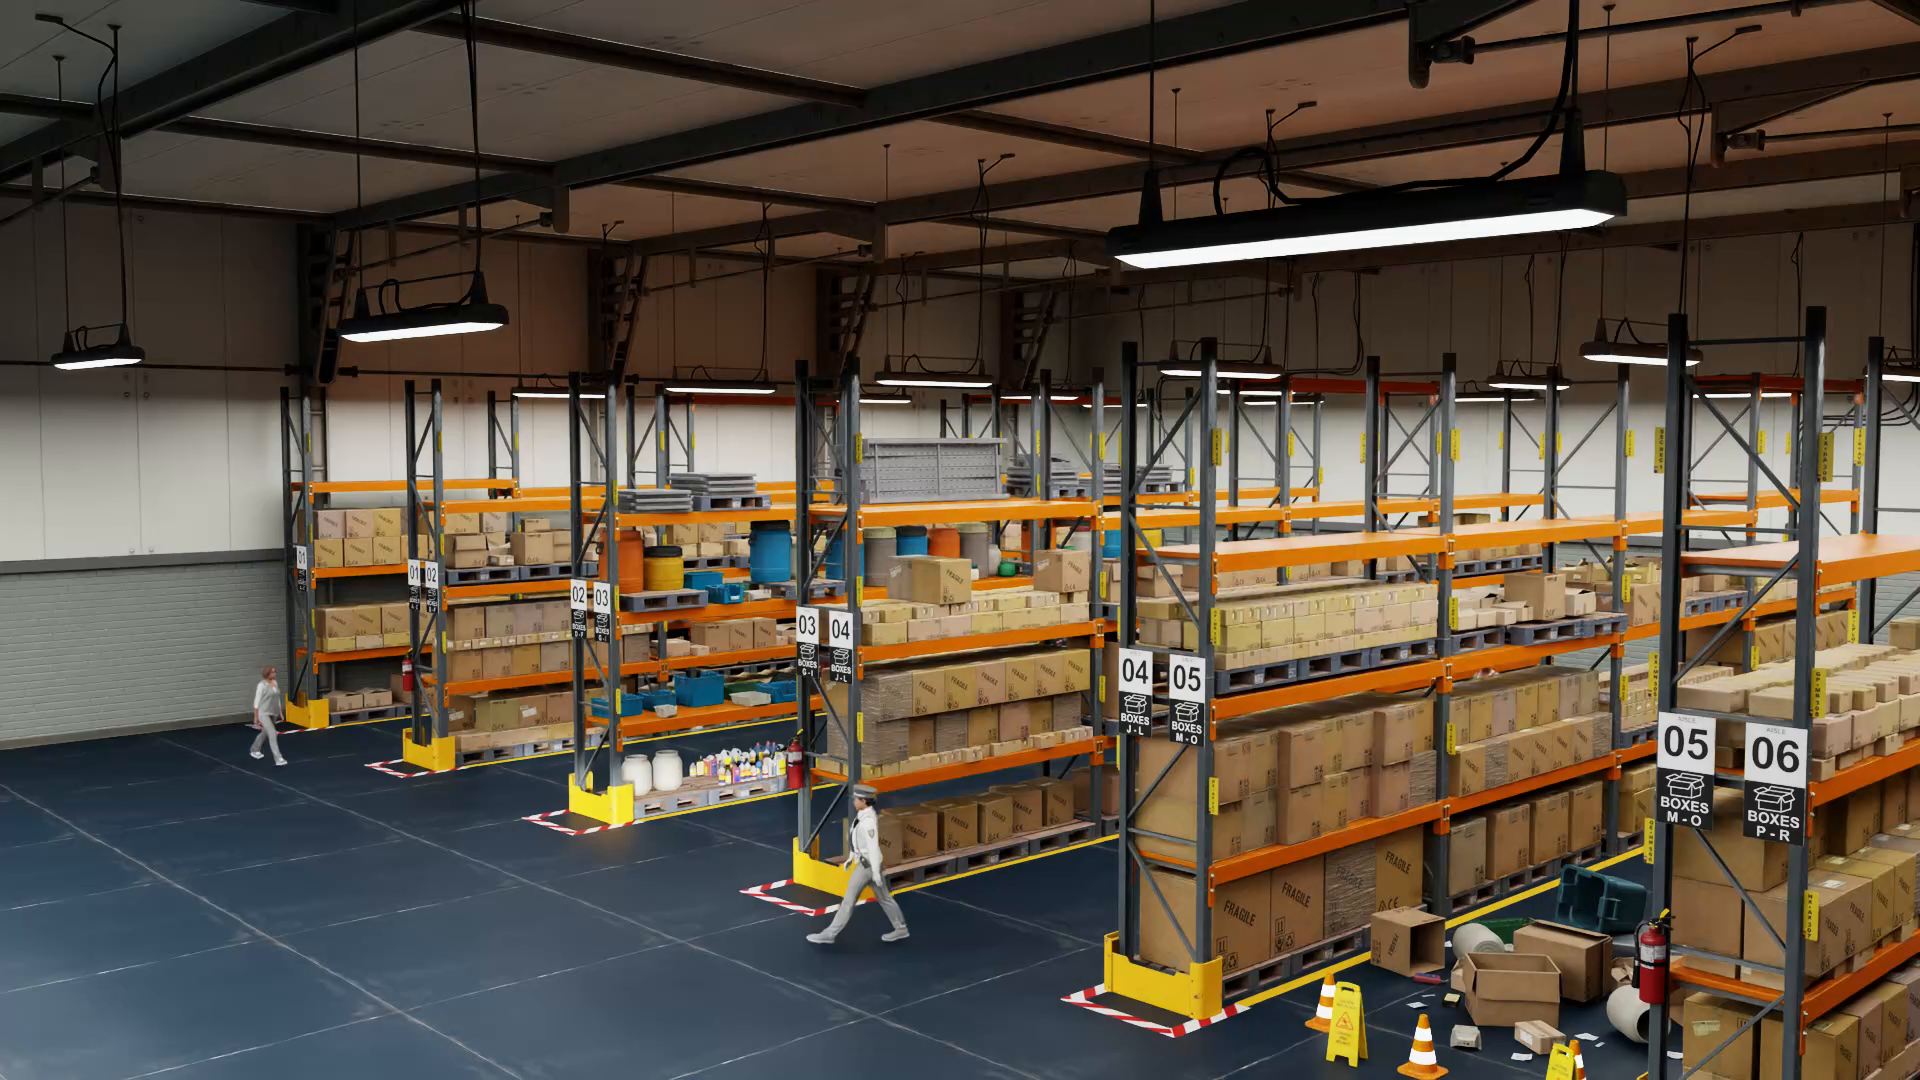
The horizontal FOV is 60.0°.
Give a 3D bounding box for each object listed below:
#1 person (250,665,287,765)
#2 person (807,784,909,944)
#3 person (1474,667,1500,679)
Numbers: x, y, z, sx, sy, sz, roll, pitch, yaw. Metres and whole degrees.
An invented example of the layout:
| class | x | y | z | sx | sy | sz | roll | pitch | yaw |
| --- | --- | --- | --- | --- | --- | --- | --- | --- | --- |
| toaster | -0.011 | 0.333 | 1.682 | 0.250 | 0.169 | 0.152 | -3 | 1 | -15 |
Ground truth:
| class | x | y | z | sx | sy | sz | roll | pitch | yaw |
| --- | --- | --- | --- | --- | --- | --- | --- | --- | --- |
| person | -10.811 | 2.770 | 25.970 | 0.991 | 1.436 | 0.432 | 2 | 4 | 29 |
| person | -1.025 | 3.263 | 16.789 | 1.019 | 1.613 | 0.519 | 0 | 4 | 1 |
| person | 8.094 | 2.653 | 25.632 | 0.535 | 1.842 | 0.597 | -3 | 4 | -35 |
